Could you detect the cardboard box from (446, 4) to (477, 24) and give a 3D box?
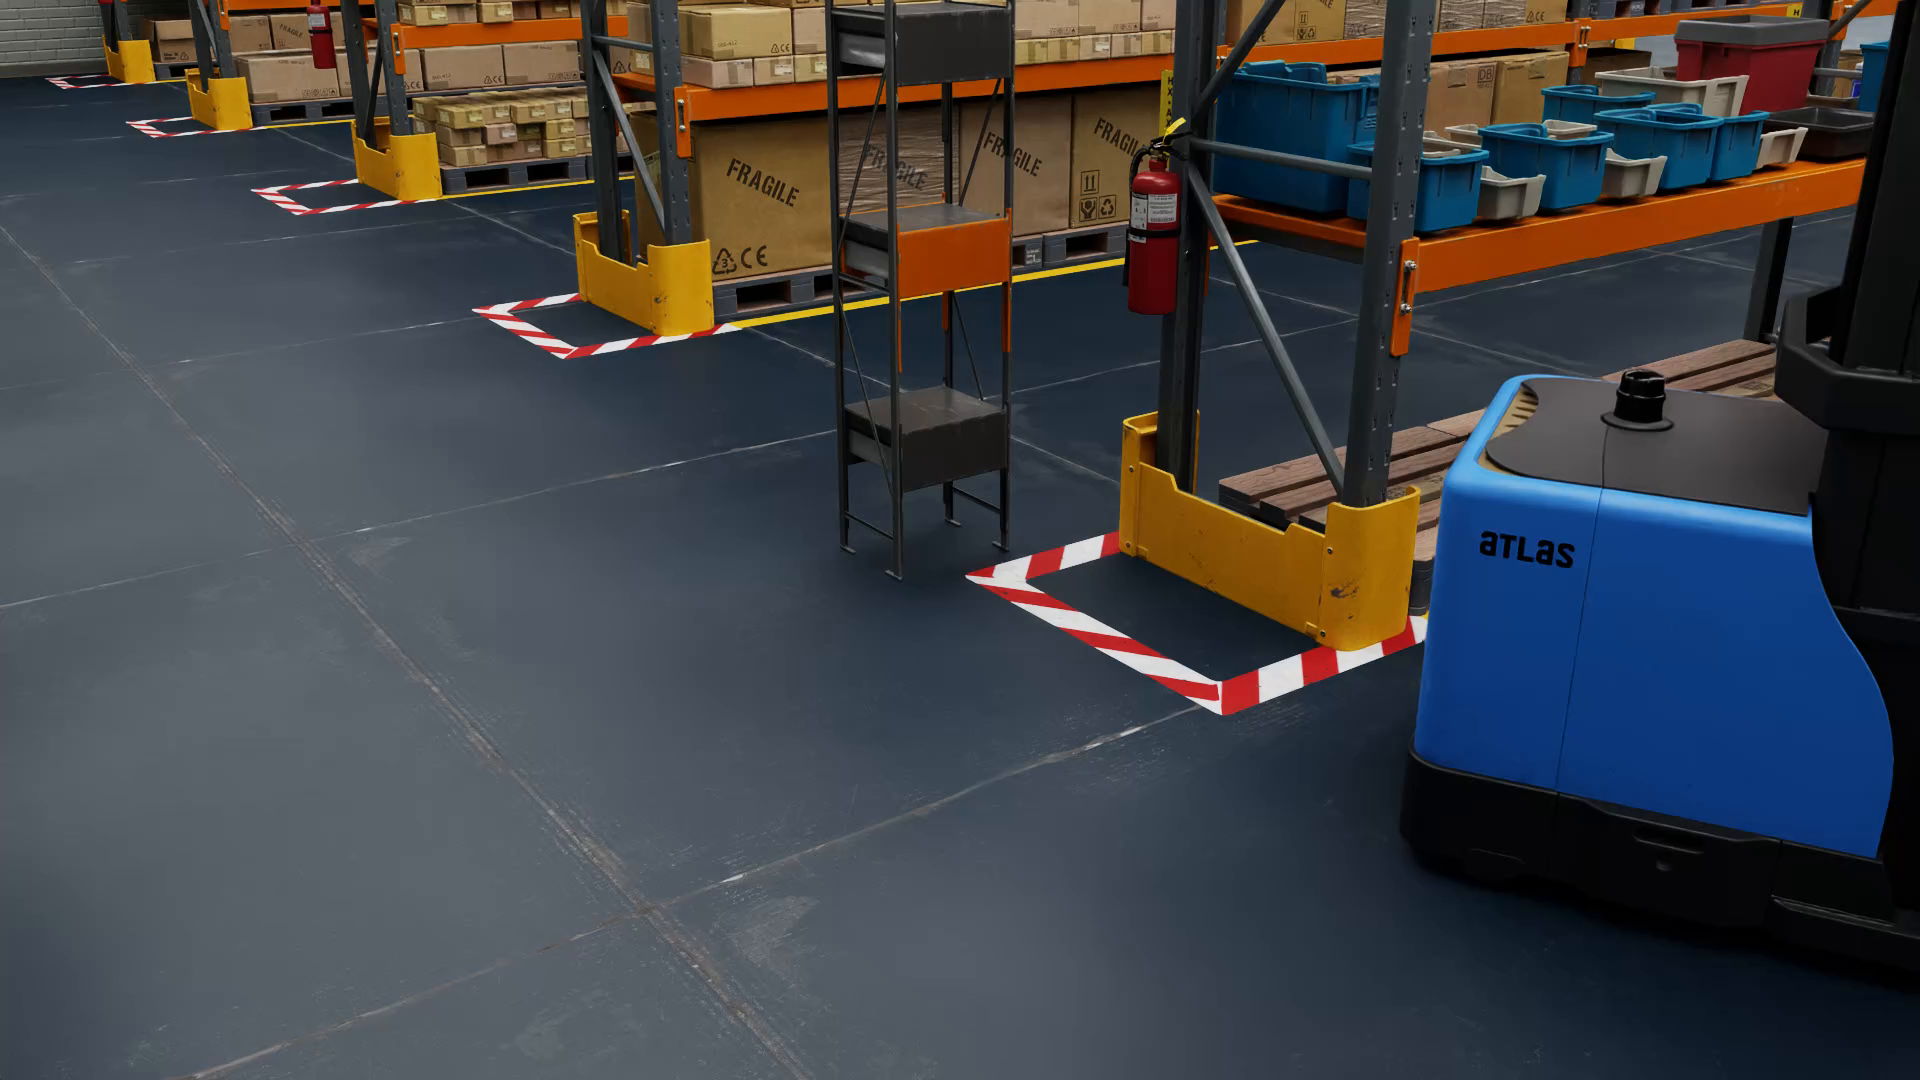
[{"bbox_3d":[-4.001,-4.164,13.124,0.250,0.149,0.380,-14,26,-31],"label":"cardboard box"}]

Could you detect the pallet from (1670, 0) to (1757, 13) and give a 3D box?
[{"bbox_3d":[6.254,-4.811,14.665,1.213,0.211,1.003,-15,26,-33],"label":"pallet"}]

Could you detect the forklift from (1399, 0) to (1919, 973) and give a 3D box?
[{"bbox_3d":[2.695,-0.450,3.569,3.031,2.935,1.130,10,24,24],"label":"forklift"}]

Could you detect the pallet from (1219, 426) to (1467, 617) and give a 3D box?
[{"bbox_3d":[1.762,-0.110,6.386,1.213,0.211,1.003,-15,26,-33],"label":"pallet"}]

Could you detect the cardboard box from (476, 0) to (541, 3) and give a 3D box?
[{"bbox_3d":[-3.692,-4.564,13.251,0.500,0.500,0.500,-15,26,-33],"label":"cardboard box"}]

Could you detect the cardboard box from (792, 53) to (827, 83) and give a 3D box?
[{"bbox_3d":[-0.927,-2.700,9.455,0.250,0.149,0.380,-16,27,-34],"label":"cardboard box"}]

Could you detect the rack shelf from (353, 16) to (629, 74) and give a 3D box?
[{"bbox_3d":[-3.014,-4.341,14.198,4.000,0.370,1.077,-15,26,-33],"label":"rack shelf"}]

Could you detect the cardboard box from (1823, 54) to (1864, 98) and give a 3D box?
[{"bbox_3d":[8.726,-4.560,16.583,0.500,0.500,0.500,-7,23,-16],"label":"cardboard box"}]

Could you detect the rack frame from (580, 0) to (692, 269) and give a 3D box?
[{"bbox_3d":[-1.823,-2.728,9.186,0.127,3.000,1.000,-15,26,-33],"label":"rack frame"}]

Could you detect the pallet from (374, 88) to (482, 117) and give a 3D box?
[{"bbox_3d":[-6.018,-4.873,18.325,1.213,0.211,1.003,-15,26,-33],"label":"pallet"}]

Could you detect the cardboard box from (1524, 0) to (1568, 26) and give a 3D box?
[{"bbox_3d":[4.415,-4.325,13.052,0.500,0.500,0.500,-14,26,-31],"label":"cardboard box"}]

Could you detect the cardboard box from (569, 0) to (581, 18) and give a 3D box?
[{"bbox_3d":[-3.170,-4.400,13.715,0.250,0.149,0.380,-16,27,-34],"label":"cardboard box"}]

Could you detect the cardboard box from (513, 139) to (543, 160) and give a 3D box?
[{"bbox_3d":[-3.663,-3.267,13.817,0.250,0.149,0.380,-15,26,-32],"label":"cardboard box"}]

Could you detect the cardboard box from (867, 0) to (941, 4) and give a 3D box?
[{"bbox_3d":[-0.453,-3.390,9.633,0.500,0.500,0.500,-16,27,-34],"label":"cardboard box"}]

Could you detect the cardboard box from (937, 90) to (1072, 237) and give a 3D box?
[{"bbox_3d":[0.111,-2.488,10.885,0.875,0.875,0.875,-15,26,-33],"label":"cardboard box"}]

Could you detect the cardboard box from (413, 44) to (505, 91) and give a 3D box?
[{"bbox_3d":[-5.662,-5.283,18.478,0.875,0.438,0.875,-16,27,-34],"label":"cardboard box"}]

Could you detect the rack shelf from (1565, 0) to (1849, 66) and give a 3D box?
[{"bbox_3d":[6.294,-4.558,14.743,4.000,0.370,1.077,-15,26,-33],"label":"rack shelf"}]

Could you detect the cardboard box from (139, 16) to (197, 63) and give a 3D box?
[{"bbox_3d":[-9.961,-6.341,21.043,0.637,0.503,0.797,-16,27,-35],"label":"cardboard box"}]

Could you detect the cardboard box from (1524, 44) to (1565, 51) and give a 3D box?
[{"bbox_3d":[7.125,-6.556,21.078,0.875,0.875,0.875,-15,26,-34],"label":"cardboard box"}]

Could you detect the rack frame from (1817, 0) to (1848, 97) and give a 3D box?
[{"bbox_3d":[7.918,-5.325,15.695,0.127,3.000,1.000,-15,26,-33],"label":"rack frame"}]

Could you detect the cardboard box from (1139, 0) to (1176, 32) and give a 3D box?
[{"bbox_3d":[1.219,-3.488,10.891,0.500,0.250,0.500,-15,26,-34],"label":"cardboard box"}]

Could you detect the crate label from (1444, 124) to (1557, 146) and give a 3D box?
[{"bbox_3d":[2.081,-1.500,6.384,0.243,0.136,0.396,-15,26,-33],"label":"crate label"}]

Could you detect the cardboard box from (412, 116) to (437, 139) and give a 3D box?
[{"bbox_3d":[-4.376,-3.451,13.877,0.250,0.149,0.380,-16,27,-34],"label":"cardboard box"}]

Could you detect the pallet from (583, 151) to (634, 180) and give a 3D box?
[{"bbox_3d":[-2.906,-3.391,14.610,1.213,0.211,1.003,-15,26,-33],"label":"pallet"}]

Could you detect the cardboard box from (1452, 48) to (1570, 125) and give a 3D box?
[{"bbox_3d":[4.098,-3.525,13.482,0.875,0.875,1.225,-16,27,-35],"label":"cardboard box"}]

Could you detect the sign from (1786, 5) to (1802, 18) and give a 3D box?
[{"bbox_3d":[3.997,-2.398,7.986,0.005,0.325,0.100,-15,26,-33],"label":"sign"}]

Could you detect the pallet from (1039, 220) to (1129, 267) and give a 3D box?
[{"bbox_3d":[0.761,-2.158,11.519,1.213,0.211,1.003,-15,26,-33],"label":"pallet"}]

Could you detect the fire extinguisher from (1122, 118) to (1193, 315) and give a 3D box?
[{"bbox_3d":[0.682,-1.133,5.796,0.183,0.674,0.296,-15,26,-33],"label":"fire extinguisher"}]

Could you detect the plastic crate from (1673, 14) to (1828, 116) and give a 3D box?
[{"bbox_3d":[3.445,-2.044,7.303,0.583,0.464,0.402,-15,26,-33],"label":"plastic crate"}]

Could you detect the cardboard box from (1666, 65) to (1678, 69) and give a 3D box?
[{"bbox_3d":[7.009,-4.145,15.515,0.500,0.500,0.700,-15,26,-33],"label":"cardboard box"}]

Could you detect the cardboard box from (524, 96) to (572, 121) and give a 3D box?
[{"bbox_3d":[-3.428,-3.591,13.826,0.250,0.149,0.380,-16,27,-35],"label":"cardboard box"}]

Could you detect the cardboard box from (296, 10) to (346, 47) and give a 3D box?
[{"bbox_3d":[-8.402,-6.738,22.041,0.500,0.500,0.700,-16,27,-35],"label":"cardboard box"}]

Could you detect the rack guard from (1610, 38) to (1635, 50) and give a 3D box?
[{"bbox_3d":[8.370,-6.550,22.135,0.348,0.500,1.175,-15,26,-33],"label":"rack guard"}]

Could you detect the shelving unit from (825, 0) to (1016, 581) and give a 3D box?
[{"bbox_3d":[-0.134,-0.939,5.917,0.503,2.100,0.431,-15,26,-33],"label":"shelving unit"}]

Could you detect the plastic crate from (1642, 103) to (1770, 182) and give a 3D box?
[{"bbox_3d":[2.775,-1.492,6.234,0.300,0.233,0.416,-15,26,-33],"label":"plastic crate"}]

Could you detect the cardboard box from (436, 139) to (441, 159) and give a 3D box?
[{"bbox_3d":[-4.332,-3.290,13.873,0.250,0.149,0.380,-14,26,-32],"label":"cardboard box"}]

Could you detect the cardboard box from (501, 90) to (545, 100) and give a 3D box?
[{"bbox_3d":[-3.735,-3.749,14.220,0.250,0.149,0.380,-16,27,-35],"label":"cardboard box"}]

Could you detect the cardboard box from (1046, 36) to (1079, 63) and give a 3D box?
[{"bbox_3d":[0.533,-3.090,10.431,0.250,0.149,0.380,-14,26,-32],"label":"cardboard box"}]

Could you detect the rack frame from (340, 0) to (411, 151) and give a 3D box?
[{"bbox_3d":[-4.638,-4.242,12.980,0.127,3.000,1.000,-15,26,-33],"label":"rack frame"}]

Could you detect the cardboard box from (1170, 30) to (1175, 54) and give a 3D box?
[{"bbox_3d":[1.368,-3.313,10.990,0.250,0.149,0.380,-15,26,-33],"label":"cardboard box"}]

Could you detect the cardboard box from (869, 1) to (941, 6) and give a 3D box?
[{"bbox_3d":[-0.448,-3.041,9.772,0.500,0.250,0.500,-16,27,-35],"label":"cardboard box"}]

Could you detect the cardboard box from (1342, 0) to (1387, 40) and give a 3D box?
[{"bbox_3d":[2.757,-3.882,11.942,0.500,0.500,0.500,-16,27,-34],"label":"cardboard box"}]

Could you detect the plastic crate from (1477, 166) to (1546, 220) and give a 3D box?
[{"bbox_3d":[1.771,-1.142,5.487,0.298,0.136,0.250,-15,26,-33],"label":"plastic crate"}]

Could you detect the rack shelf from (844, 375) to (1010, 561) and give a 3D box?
[{"bbox_3d":[-0.134,-0.277,6.182,0.480,0.518,0.431,-15,26,-33],"label":"rack shelf"}]

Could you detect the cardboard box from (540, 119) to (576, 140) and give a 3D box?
[{"bbox_3d":[-3.389,-3.432,13.829,0.250,0.149,0.380,-14,26,-31],"label":"cardboard box"}]
